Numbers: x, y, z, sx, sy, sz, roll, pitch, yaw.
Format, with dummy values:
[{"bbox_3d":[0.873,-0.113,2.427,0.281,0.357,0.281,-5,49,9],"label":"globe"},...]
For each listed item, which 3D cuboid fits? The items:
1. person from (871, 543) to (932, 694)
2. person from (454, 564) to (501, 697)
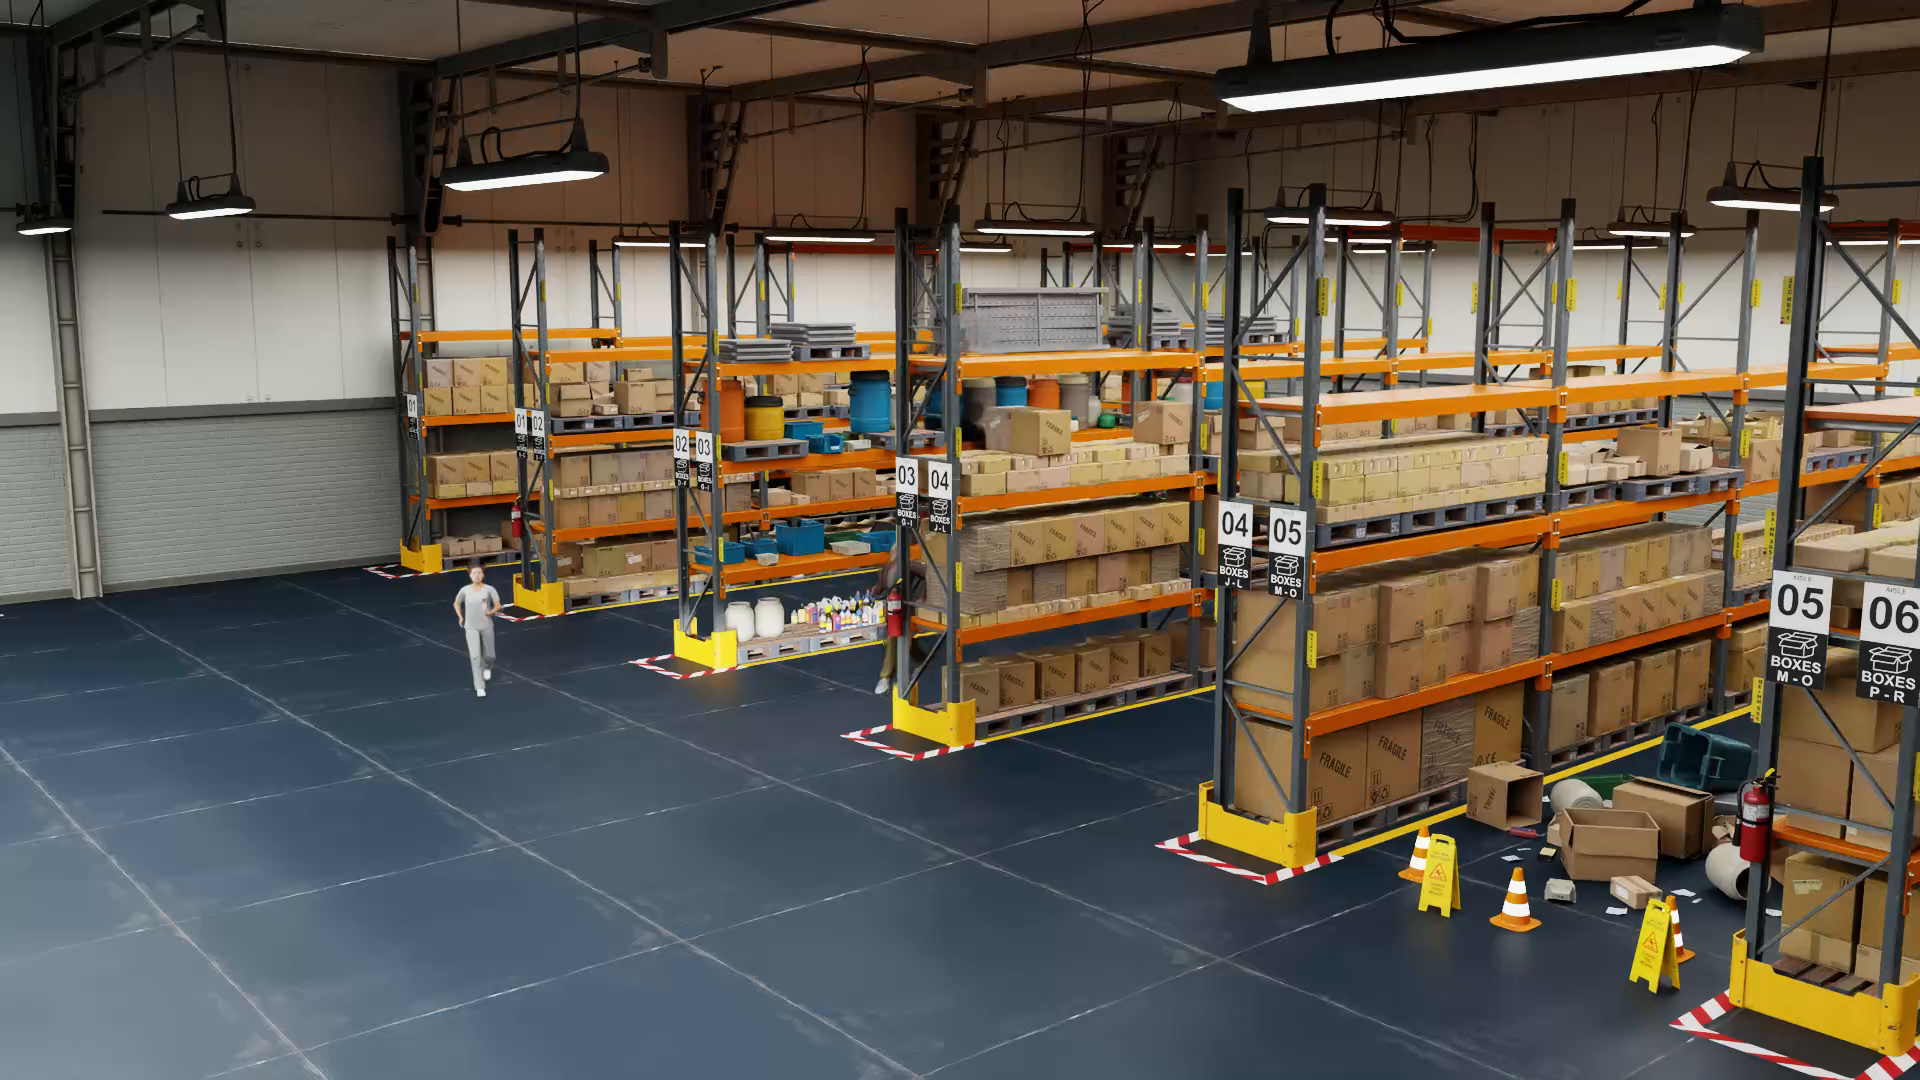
[{"bbox_3d":[-0.727,0.949,20.853,0.952,1.854,0.733,-8,12,-42],"label":"person"},{"bbox_3d":[-6.117,1.244,21.148,0.577,1.385,0.845,-3,9,-17],"label":"person"}]
